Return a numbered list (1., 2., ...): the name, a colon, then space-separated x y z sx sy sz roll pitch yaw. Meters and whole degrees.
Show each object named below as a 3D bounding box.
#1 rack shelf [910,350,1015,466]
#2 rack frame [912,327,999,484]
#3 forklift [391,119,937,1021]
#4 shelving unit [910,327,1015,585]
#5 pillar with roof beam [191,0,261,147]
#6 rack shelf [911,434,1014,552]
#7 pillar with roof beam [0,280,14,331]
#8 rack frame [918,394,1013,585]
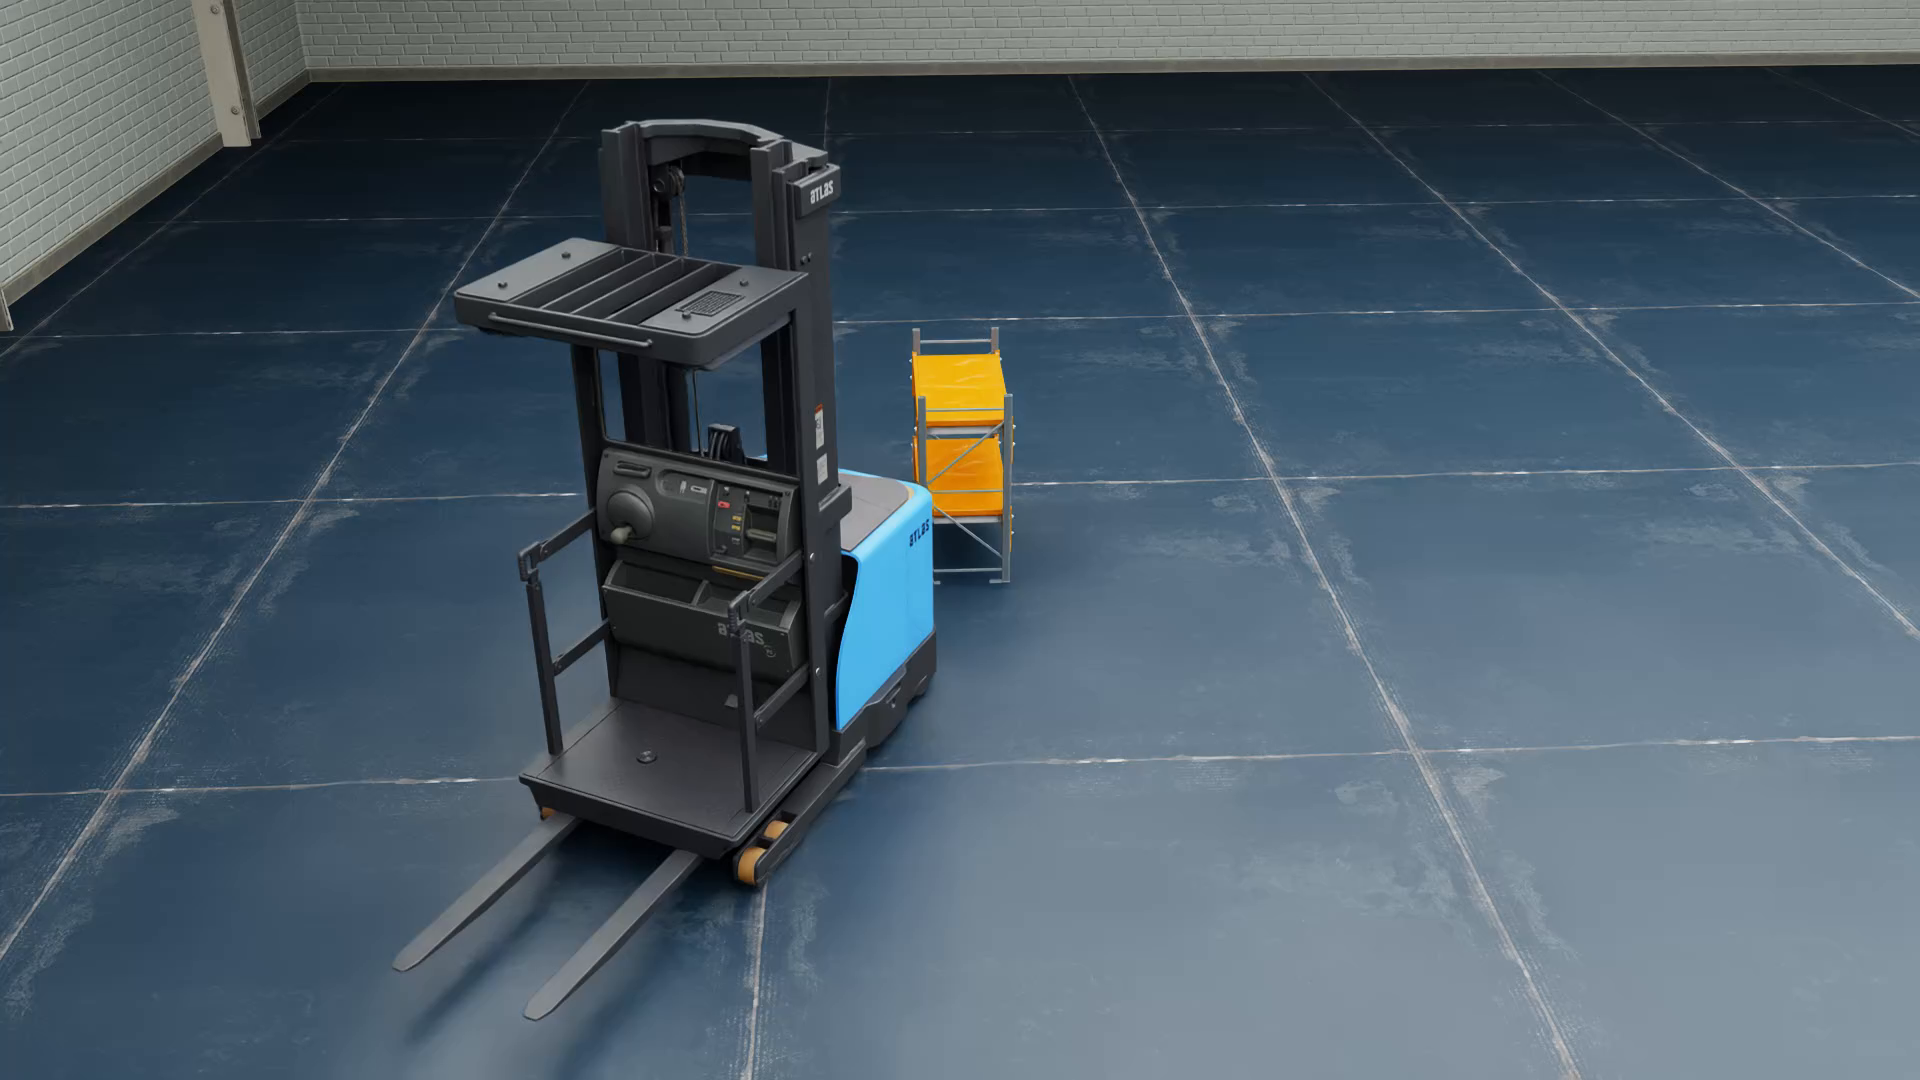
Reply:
1. rack shelf: 0.000 -0.755 9.349 0.538 0.278 1.000 -1 28 -3
2. rack frame: -0.026 -0.730 9.934 0.500 1.125 0.032 -1 28 -3
3. forklift: -1.192 -0.078 6.731 1.130 2.935 3.031 12 30 22
4. shelving unit: 0.000 -0.496 9.484 0.538 1.125 1.048 -1 28 -3
5. pillar with roof beam: -3.495 -8.413 16.149 9.100 9.000 0.400 -1 28 -3
6. rack shelf: 0.000 -0.279 9.597 0.538 0.278 1.000 -1 28 -3
7. pillar with roof beam: -3.181 -5.642 10.836 9.100 9.000 0.400 -1 28 -3
8. rack frame: 0.027 -0.261 9.034 0.500 1.125 0.032 -1 28 -3
